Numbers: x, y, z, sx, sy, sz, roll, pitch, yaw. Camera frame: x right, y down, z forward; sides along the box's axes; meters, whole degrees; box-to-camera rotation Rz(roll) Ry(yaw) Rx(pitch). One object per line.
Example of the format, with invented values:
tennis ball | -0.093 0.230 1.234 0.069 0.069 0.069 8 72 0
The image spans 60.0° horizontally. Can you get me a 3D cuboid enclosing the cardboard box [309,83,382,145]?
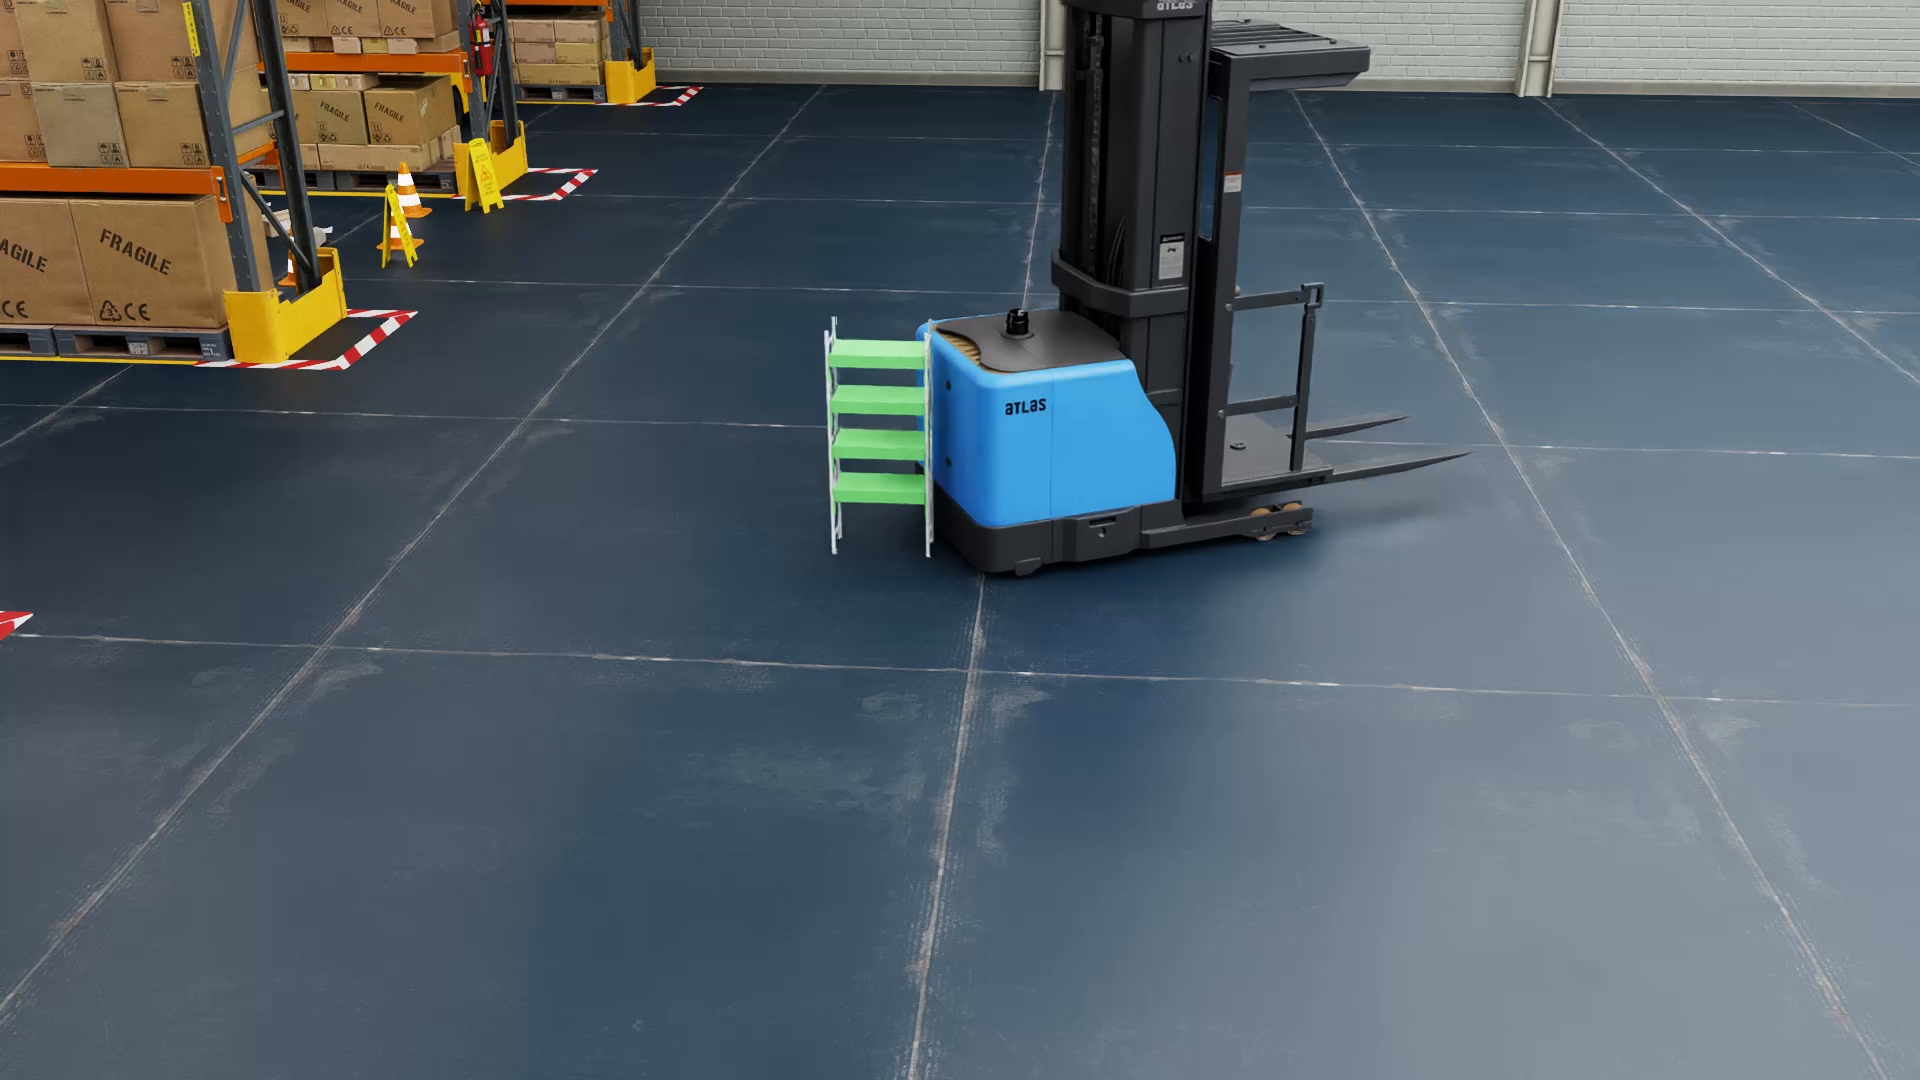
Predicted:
cardboard box | -5.855 -4.096 15.954 0.500 0.500 0.500 3 25 6

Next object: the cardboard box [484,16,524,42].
cardboard box | -5.636 -6.257 20.351 0.500 0.250 0.500 2 25 5

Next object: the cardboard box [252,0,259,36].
cardboard box | -6.579 -5.024 15.605 0.500 0.500 0.500 2 25 5

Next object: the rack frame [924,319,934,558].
rack frame | -0.156 -0.505 8.412 0.015 1.200 0.240 2 25 4

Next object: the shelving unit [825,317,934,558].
shelving unit | -0.399 -0.513 8.429 0.503 1.200 0.258 2 25 4

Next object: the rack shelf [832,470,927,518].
rack shelf | -0.399 -0.237 8.556 0.480 0.148 0.258 2 25 4

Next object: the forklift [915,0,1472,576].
forklift | 1.328 -1.524 8.556 3.031 2.935 1.130 -9 26 -19

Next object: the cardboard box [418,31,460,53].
cardboard box | -4.905 -4.690 15.656 0.250 0.149 0.380 3 25 6

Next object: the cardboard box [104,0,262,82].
cardboard box | -5.161 -3.402 11.084 0.550 0.550 0.875 2 25 4

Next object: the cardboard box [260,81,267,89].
cardboard box | -6.885 -4.131 16.029 0.500 0.500 0.500 3 25 7

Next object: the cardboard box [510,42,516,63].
cardboard box | -5.664 -6.033 20.462 0.500 0.250 0.500 1 25 3

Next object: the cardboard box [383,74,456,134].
cardboard box | -5.323 -4.306 16.409 0.500 0.500 0.500 1 25 2

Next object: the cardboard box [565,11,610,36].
cardboard box | -4.604 -6.441 20.750 0.500 0.250 0.500 1 25 3

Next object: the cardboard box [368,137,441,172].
cardboard box | -5.366 -3.738 16.072 0.500 0.250 0.500 2 25 4

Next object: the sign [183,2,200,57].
sign | -4.849 -3.223 10.498 0.005 0.325 0.100 2 25 4

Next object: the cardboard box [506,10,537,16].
cardboard box | -5.601 -6.476 20.826 0.500 0.250 0.500 2 25 4

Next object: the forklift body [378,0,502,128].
forklift body | -6.170 -5.865 18.924 1.214 2.155 2.313 2 25 4

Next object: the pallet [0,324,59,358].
pallet | -6.810 -1.582 11.935 1.213 0.211 1.003 2 25 4

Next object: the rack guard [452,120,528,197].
rack guard | -4.592 -3.749 16.299 0.348 0.500 1.175 2 25 4

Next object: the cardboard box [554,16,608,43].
cardboard box | -4.623 -6.231 20.295 0.500 0.250 0.500 3 25 6

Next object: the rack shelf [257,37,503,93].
rack shelf | -6.510 -4.619 16.060 4.000 0.370 1.077 2 25 4

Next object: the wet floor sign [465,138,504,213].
wet floor sign | -4.408 -3.360 15.281 0.232 0.644 0.267 11 27 22

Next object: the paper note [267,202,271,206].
paper note | -6.508 -3.121 15.496 0.148 0.019 0.142 -7 26 -14

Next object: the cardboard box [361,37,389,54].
cardboard box | -5.420 -4.669 15.610 0.250 0.149 0.380 1 25 3

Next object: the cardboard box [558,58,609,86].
cardboard box | -4.632 -5.776 20.501 0.500 0.250 0.500 2 25 4

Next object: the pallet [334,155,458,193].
pallet | -5.399 -3.658 16.448 1.213 0.211 1.003 2 25 4

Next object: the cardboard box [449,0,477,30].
cardboard box | -4.967 -5.193 15.972 0.500 0.500 0.500 1 25 3

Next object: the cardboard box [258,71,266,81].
cardboard box | -6.878 -4.354 16.513 0.500 0.500 0.500 3 25 7

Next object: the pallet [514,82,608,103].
pallet | -4.905 -5.691 20.865 1.213 0.211 1.003 2 25 4

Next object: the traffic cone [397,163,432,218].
traffic cone | -5.043 -3.205 15.163 0.334 0.463 0.336 2 25 4

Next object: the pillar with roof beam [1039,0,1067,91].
pillar with roof beam | 0.888 -8.088 15.561 0.400 9.000 9.100 2 25 4

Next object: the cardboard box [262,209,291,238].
cardboard box | -5.977 -2.787 14.628 0.250 0.149 0.380 16 29 31

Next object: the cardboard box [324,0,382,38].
cardboard box | -5.577 -4.983 15.515 0.500 0.500 0.500 2 25 4

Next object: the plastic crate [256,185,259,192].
plastic crate | -7.001 -3.291 15.807 0.583 0.080 0.402 -7 26 -14

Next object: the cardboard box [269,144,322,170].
cardboard box | -6.380 -3.771 16.145 0.500 0.250 0.500 1 25 2

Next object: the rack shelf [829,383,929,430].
rack shelf | -0.399 -0.673 8.356 0.480 0.148 0.258 2 25 4

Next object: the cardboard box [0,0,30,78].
cardboard box | -6.264 -3.456 11.201 0.550 0.550 0.875 2 25 4

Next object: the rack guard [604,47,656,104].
rack guard | -4.116 -5.814 20.788 0.348 0.500 1.175 2 25 4

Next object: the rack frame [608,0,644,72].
rack frame | -4.140 -6.951 20.267 0.127 3.000 1.000 2 25 4

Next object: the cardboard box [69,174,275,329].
cardboard box | -5.475 -2.035 11.624 0.875 0.875 0.875 2 25 4

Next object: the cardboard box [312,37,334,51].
cardboard box | -5.924 -4.732 15.746 0.250 0.149 0.380 2 25 5

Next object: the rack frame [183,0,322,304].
rack frame | -4.794 -2.815 11.280 0.127 3.000 1.000 2 25 4

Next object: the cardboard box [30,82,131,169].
cardboard box | -5.718 -2.885 11.252 0.550 0.550 0.875 2 25 4

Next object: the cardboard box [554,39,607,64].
cardboard box | -4.649 -6.005 20.400 0.500 0.250 0.500 2 25 3

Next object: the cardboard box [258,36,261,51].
cardboard box | -6.686 -4.711 15.699 0.250 0.149 0.380 2 25 4

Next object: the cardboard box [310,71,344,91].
cardboard box | -5.956 -4.369 15.770 0.250 0.149 0.380 2 25 5

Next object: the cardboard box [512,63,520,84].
cardboard box | -5.625 -5.815 20.587 0.500 0.250 0.500 2 25 5
